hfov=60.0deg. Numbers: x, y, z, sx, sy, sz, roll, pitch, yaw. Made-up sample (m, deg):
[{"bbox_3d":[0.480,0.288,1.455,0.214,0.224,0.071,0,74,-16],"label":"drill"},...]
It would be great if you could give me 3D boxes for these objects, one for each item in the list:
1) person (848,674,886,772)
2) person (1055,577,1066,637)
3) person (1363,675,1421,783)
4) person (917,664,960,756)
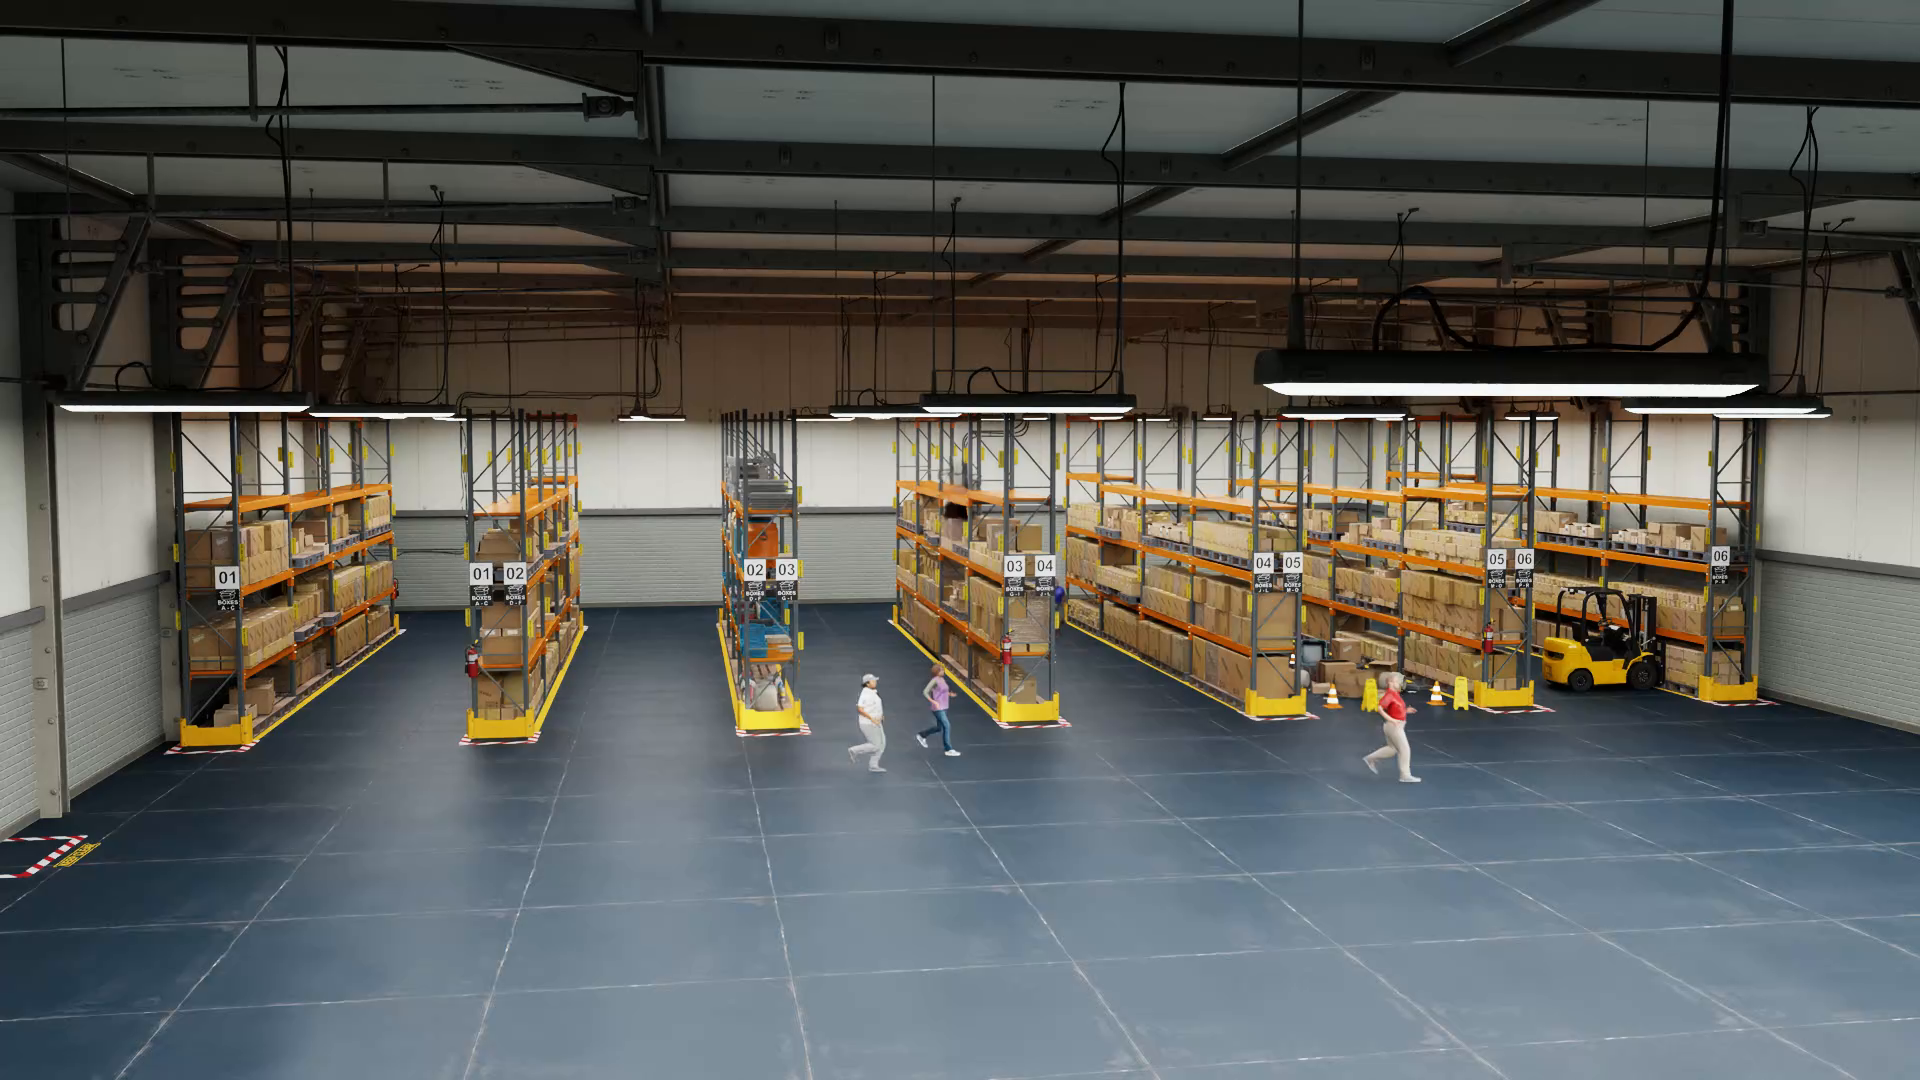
[{"bbox_3d":[-1.518,3.011,27.359,0.607,1.629,0.608,1,4,10],"label":"person"},{"bbox_3d":[2.600,1.810,44.383,0.563,1.619,0.572,-1,4,-10],"label":"person"},{"bbox_3d":[6.920,3.007,26.617,0.921,1.694,0.674,1,4,18],"label":"person"},{"bbox_3d":[-0.389,2.928,28.733,0.841,1.558,0.546,2,4,21],"label":"person"}]
